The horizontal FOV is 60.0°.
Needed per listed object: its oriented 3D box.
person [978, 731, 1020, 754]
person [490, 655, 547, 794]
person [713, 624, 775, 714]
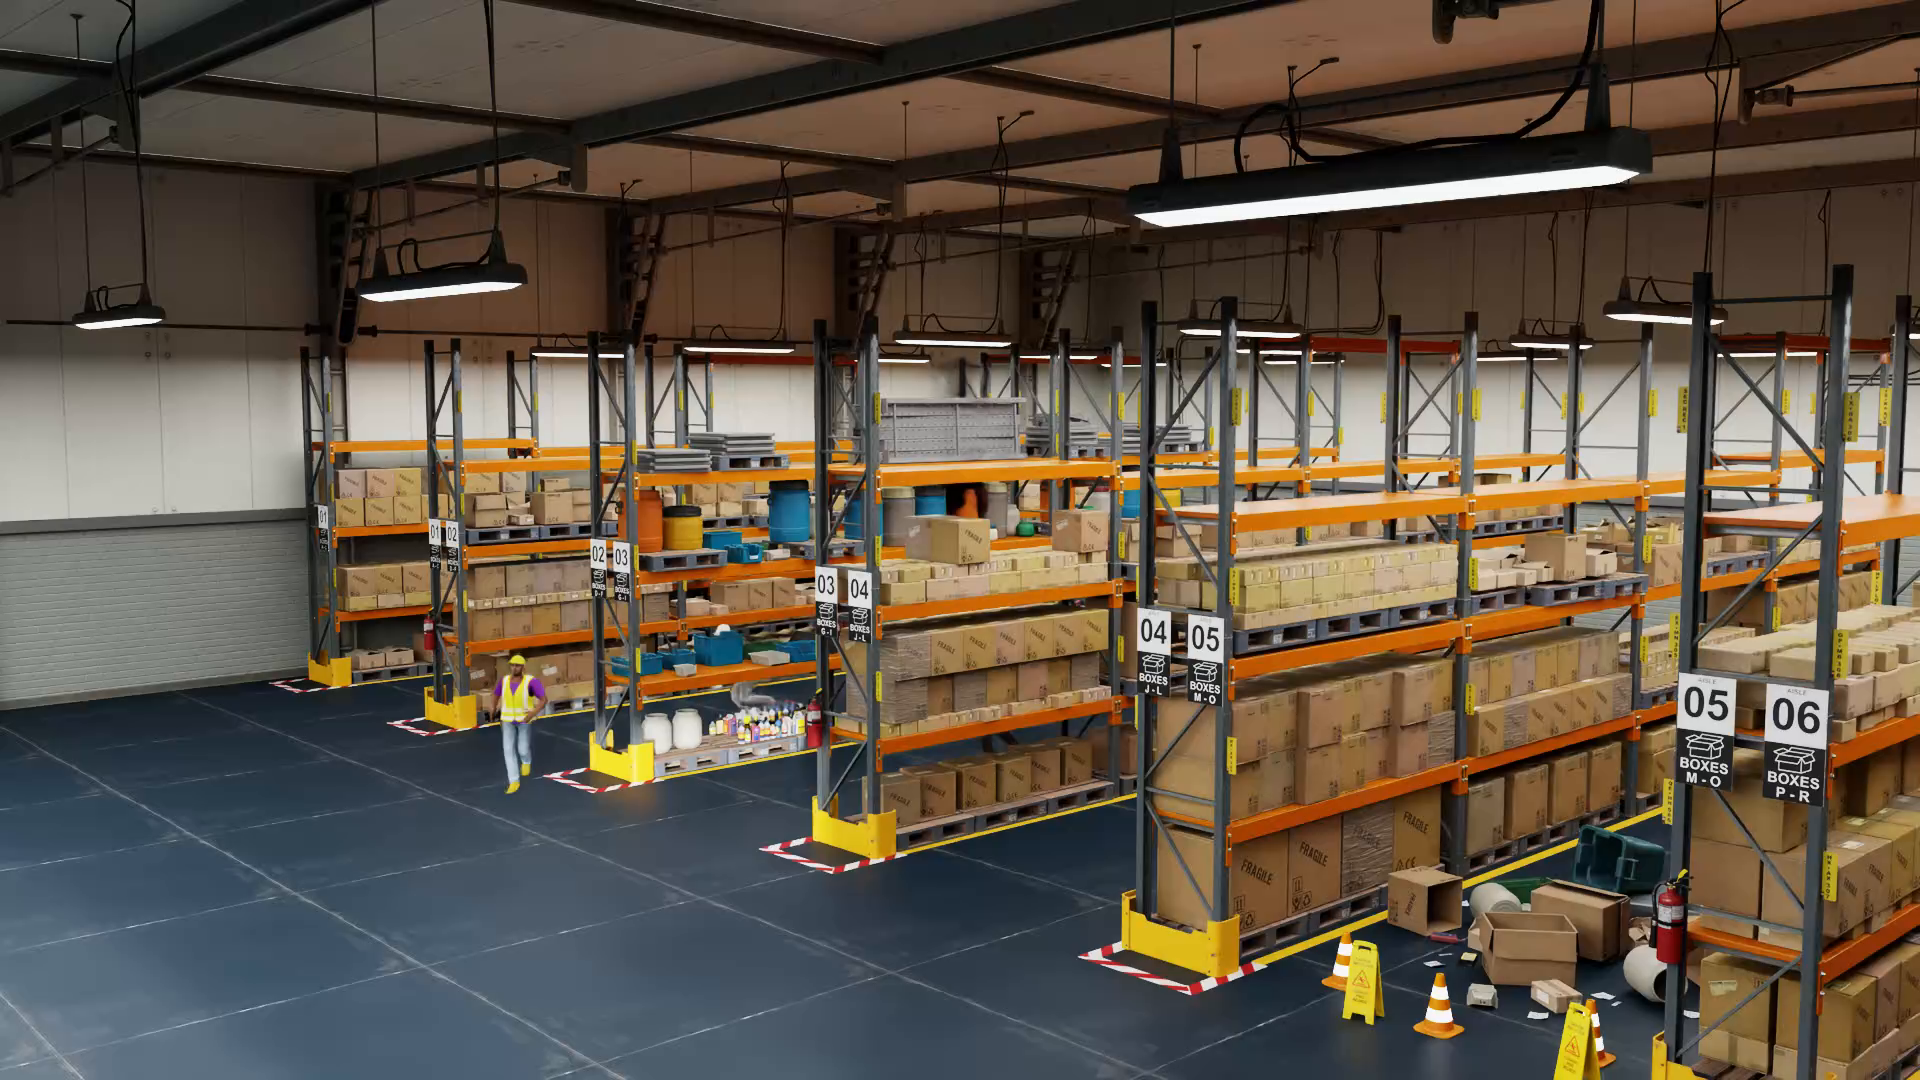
[{"bbox_3d":[0.517,2.374,22.865,0.992,1.673,0.698,-4,6,-35],"label":"person"},{"bbox_3d":[-5.804,2.388,21.886,0.746,1.774,0.845,0,5,-3],"label":"person"},{"bbox_3d":[-3.387,2.095,25.932,0.919,1.588,0.673,-2,5,-17],"label":"person"}]
